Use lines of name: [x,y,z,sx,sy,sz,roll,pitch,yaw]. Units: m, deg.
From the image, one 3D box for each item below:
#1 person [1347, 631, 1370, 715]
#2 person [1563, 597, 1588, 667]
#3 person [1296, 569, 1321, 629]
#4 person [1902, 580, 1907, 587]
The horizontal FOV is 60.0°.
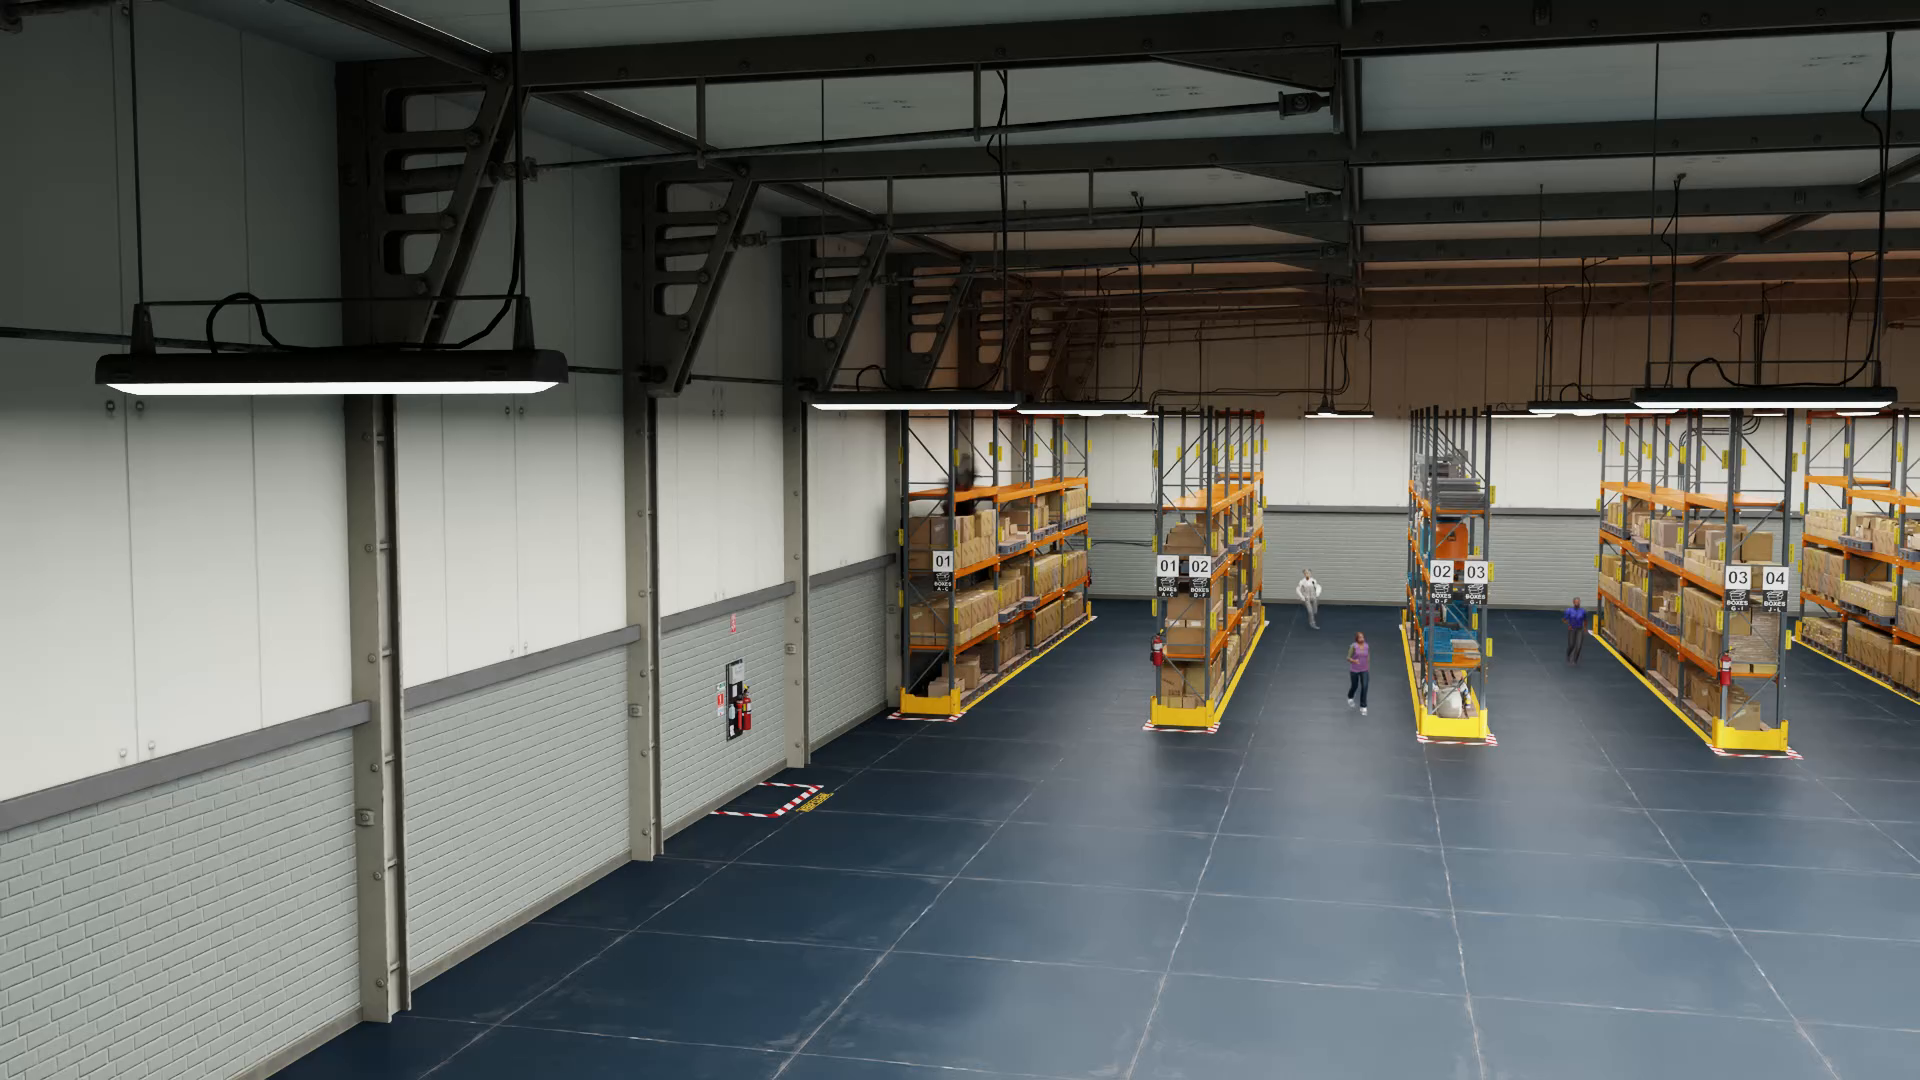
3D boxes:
person: [7.827,2.580,32.680,0.516,1.605,0.855,0,4,-3]
person: [14.357,2.142,38.790,0.564,1.598,0.548,0,4,6]
person: [9.623,1.584,45.883,0.684,1.591,0.612,0,4,2]
person: [23.385,1.866,41.288,0.667,1.767,0.963,1,4,10]
